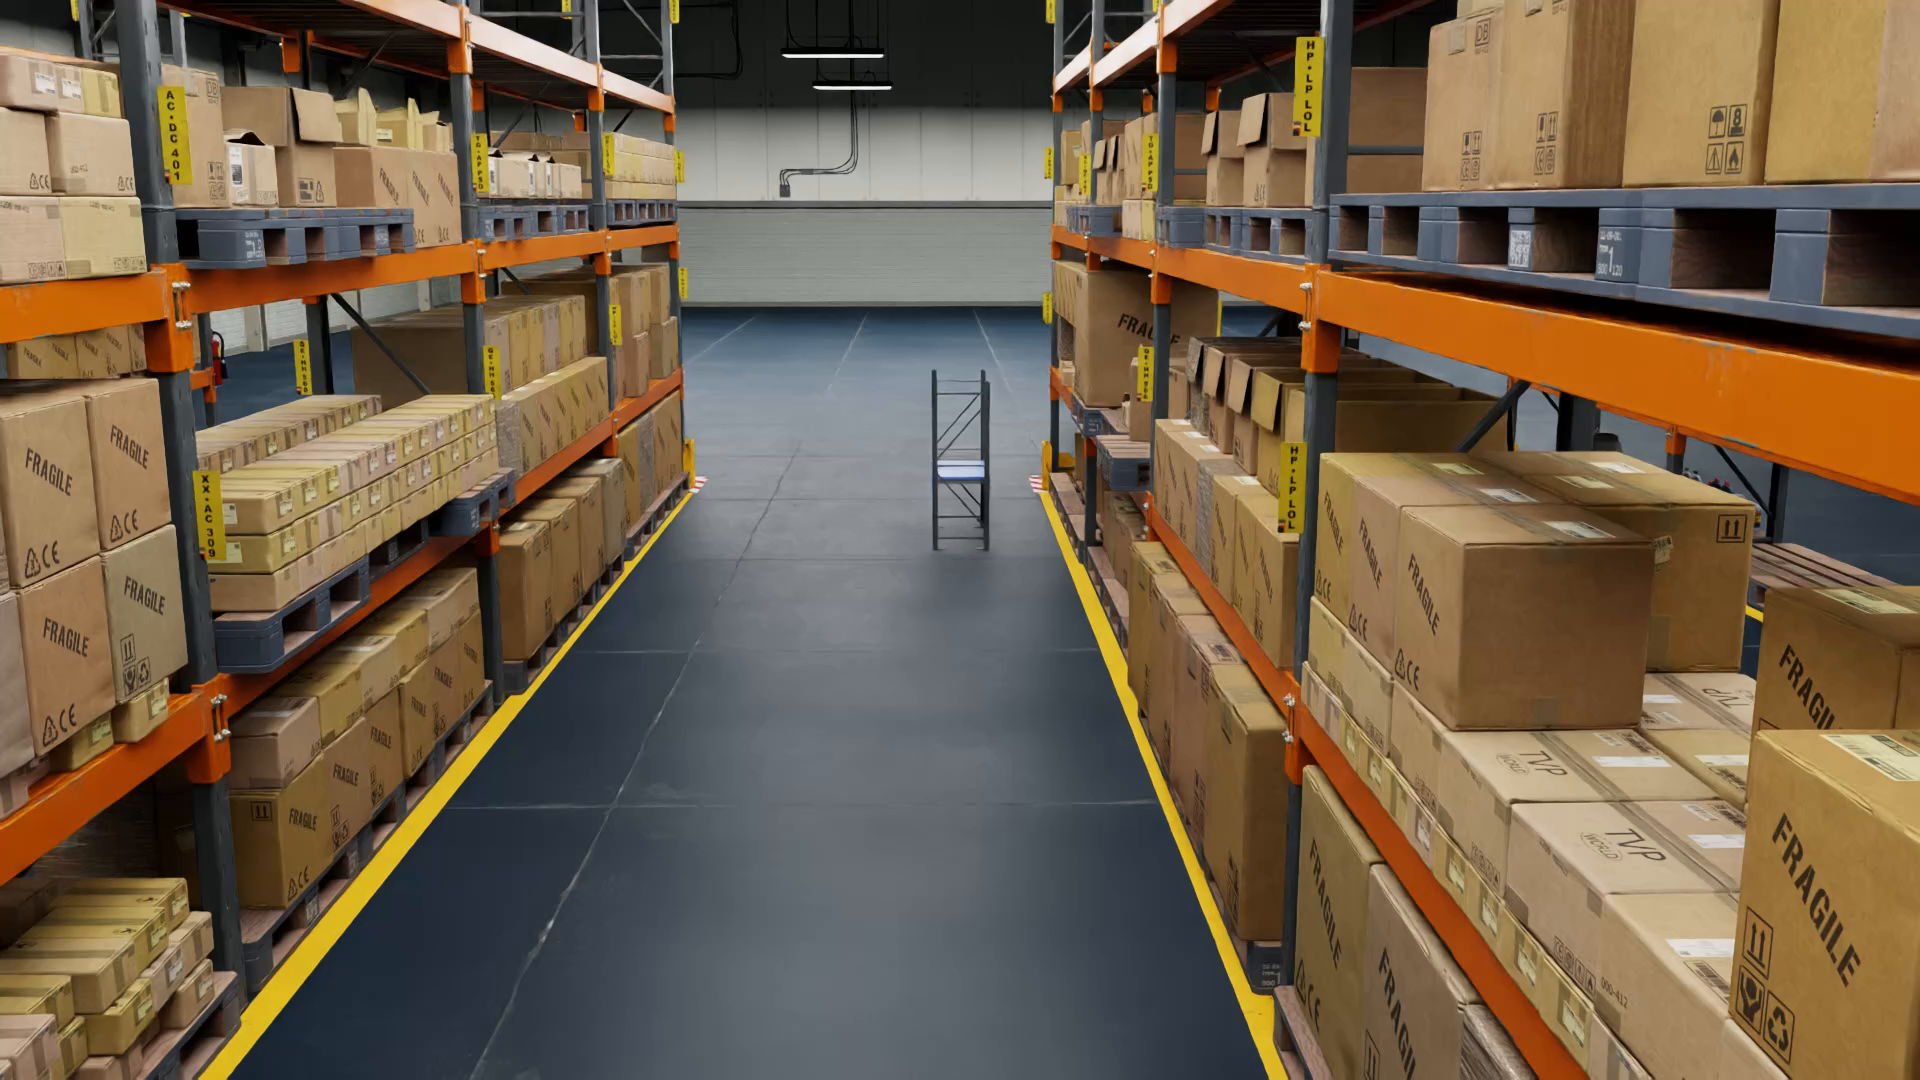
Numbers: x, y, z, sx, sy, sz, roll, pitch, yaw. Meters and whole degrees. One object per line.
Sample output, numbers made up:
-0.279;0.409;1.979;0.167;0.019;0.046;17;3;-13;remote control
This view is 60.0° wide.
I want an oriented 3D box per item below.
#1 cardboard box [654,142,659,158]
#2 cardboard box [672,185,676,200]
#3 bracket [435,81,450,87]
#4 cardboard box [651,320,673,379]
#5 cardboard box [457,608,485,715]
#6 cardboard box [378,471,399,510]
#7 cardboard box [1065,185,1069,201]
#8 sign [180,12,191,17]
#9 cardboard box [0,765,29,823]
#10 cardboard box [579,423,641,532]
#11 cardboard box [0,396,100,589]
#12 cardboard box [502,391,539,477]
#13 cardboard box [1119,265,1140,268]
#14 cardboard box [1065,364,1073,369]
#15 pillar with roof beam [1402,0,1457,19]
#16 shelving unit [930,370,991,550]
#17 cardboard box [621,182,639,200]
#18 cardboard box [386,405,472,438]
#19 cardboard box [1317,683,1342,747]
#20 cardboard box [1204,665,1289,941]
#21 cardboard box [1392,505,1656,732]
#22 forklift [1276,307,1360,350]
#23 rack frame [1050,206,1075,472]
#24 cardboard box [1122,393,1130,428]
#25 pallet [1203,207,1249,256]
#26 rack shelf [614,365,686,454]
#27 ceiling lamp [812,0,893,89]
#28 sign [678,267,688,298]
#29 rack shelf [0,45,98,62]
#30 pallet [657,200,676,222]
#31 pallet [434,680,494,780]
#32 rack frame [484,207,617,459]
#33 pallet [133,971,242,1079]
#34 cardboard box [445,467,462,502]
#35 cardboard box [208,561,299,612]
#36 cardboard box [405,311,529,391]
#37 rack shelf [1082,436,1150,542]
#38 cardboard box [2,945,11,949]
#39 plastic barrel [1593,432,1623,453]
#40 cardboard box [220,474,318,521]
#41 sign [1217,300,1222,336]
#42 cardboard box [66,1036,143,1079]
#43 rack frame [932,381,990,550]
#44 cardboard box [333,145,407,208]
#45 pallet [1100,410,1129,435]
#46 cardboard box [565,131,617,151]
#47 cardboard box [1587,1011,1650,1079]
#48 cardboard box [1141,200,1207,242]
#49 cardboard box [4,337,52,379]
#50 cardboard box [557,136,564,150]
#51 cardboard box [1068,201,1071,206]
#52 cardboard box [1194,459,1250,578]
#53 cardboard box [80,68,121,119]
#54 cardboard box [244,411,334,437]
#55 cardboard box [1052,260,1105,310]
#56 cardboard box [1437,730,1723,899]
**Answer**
-3.118;-3.771;16.066;0.380;0.149;0.250;0;11;-1;cardboard box
-3.138;-3.582;17.144;0.380;0.149;0.250;0;11;-1;cardboard box
-14.590;-12.947;47.382;0.076;0.066;3.189;0;11;-1;bracket
-3.398;-1.936;16.872;0.875;0.550;0.550;0;11;-1;cardboard box
-3.043;0.694;9.517;0.500;0.500;0.500;0;11;-1;cardboard box
-2.816;-0.230;7.664;0.380;0.149;0.250;0;11;-2;cardboard box
1.224;-3.378;16.184;0.380;0.149;0.250;0;11;-1;cardboard box
-7.875;-5.479;16.875;0.100;0.325;0.005;0;11;-1;sign
-2.920;0.728;4.748;0.380;0.149;0.250;-1;11;-4;cardboard box
-3.344;-0.540;14.656;0.875;0.875;0.875;0;11;0;cardboard box
-2.940;-0.150;4.929;0.500;0.500;0.500;-1;11;-3;cardboard box
-3.071;-0.696;10.883;0.500;0.500;0.500;0;11;-2;cardboard box
1.762;-2.324;15.647;0.500;0.500;0.500;0;11;-1;cardboard box
1.245;-1.666;16.550;0.380;0.149;0.250;0;11;-1;cardboard box
12.289;-10.857;46.133;9.100;9.000;0.548;0;11;-1;pillar with roof beam
-0.002;-0.752;15.184;0.538;1.500;1.048;0;11;-1;shelving unit
-3.092;-3.128;14.904;0.380;0.149;0.250;0;11;-2;cardboard box
-2.842;-0.632;8.900;0.380;0.149;0.250;0;11;1;cardboard box
1.404;0.575;5.502;0.380;0.149;0.250;-1;11;-3;cardboard box
1.692;1.048;6.828;1.225;0.875;0.875;0;11;-1;cardboard box
1.497;0.197;4.475;0.500;0.500;0.500;-1;11;-3;cardboard box
3.662;-1.474;15.144;3.031;2.935;1.130;-1;11;-3;forklift
1.477;-2.046;17.789;1.000;3.000;0.127;0;11;-1;rack frame
1.338;-0.926;11.551;0.396;0.266;0.258;-1;11;-3;cardboard box
1.735;-1.483;7.946;1.003;0.211;1.213;0;11;1;pallet
-3.442;-1.295;15.900;1.077;0.370;4.000;0;11;-1;rack shelf
-2.683;-12.888;41.462;2.000;3.185;0.800;0;11;-1;ceiling lamp
-2.941;-2.728;17.647;0.100;0.325;0.005;0;11;-1;sign
-8.389;-4.193;15.104;1.077;0.370;4.000;0;11;-1;rack shelf
-3.458;-3.325;16.772;1.003;0.211;1.213;0;11;-1;pallet
-3.304;1.067;9.461;1.003;0.211;1.213;0;11;-1;pallet
-3.401;-1.250;13.869;1.000;3.000;0.127;0;11;-1;rack frame
-3.186;1.840;5.650;1.003;0.211;1.213;0;11;-1;pallet
-2.838;-0.292;8.719;0.380;0.149;0.250;0;11;-2;cardboard box
-2.784;0.177;6.408;0.380;0.149;0.250;-1;11;-4;cardboard box
-3.342;-1.286;11.278;0.700;0.500;0.500;0;11;-2;cardboard box
1.601;-0.500;11.982;1.077;0.370;4.000;0;11;-1;rack shelf
-3.548;1.459;5.880;0.380;0.149;0.250;0;11;1;cardboard box
6.530;-0.822;16.961;0.421;0.512;0.421;0;11;0;plastic barrel
-2.796;-0.170;6.622;0.380;0.149;0.250;0;11;0;cardboard box
2.115;-1.821;13.770;0.100;0.325;0.005;0;11;-1;sign
-2.895;1.712;5.380;0.380;0.149;0.250;-1;11;-3;cardboard box
0.009;-0.651;14.686;0.500;1.500;0.032;0;11;-1;rack frame
-3.023;-1.663;8.107;0.500;0.500;0.500;0;11;-1;cardboard box
1.561;-0.755;11.909;1.003;0.211;1.213;0;11;-1;pallet
-3.069;-3.317;13.828;0.380;0.149;0.250;0;11;-1;cardboard box
1.456;1.037;3.226;0.380;0.149;0.250;0;11;0;cardboard box
1.388;-1.945;10.128;0.500;0.250;0.500;0;11;-1;cardboard box
-8.078;-1.493;14.067;0.500;0.500;0.500;0;11;-1;cardboard box
-3.749;-3.516;14.809;0.380;0.149;0.250;0;11;-1;cardboard box
1.268;-3.041;15.528;0.500;0.250;0.500;0;11;1;cardboard box
1.416;-0.103;7.962;0.500;0.500;0.500;0;11;-1;cardboard box
-2.956;-1.436;5.356;0.380;0.149;0.250;-1;11;-4;cardboard box
-3.489;-0.582;8.653;0.380;0.149;0.250;-1;11;-4;cardboard box
1.216;-2.620;17.106;0.500;0.500;0.500;0;11;-1;cardboard box
1.497;0.662;4.073;0.500;0.250;0.500;0;11;-1;cardboard box
